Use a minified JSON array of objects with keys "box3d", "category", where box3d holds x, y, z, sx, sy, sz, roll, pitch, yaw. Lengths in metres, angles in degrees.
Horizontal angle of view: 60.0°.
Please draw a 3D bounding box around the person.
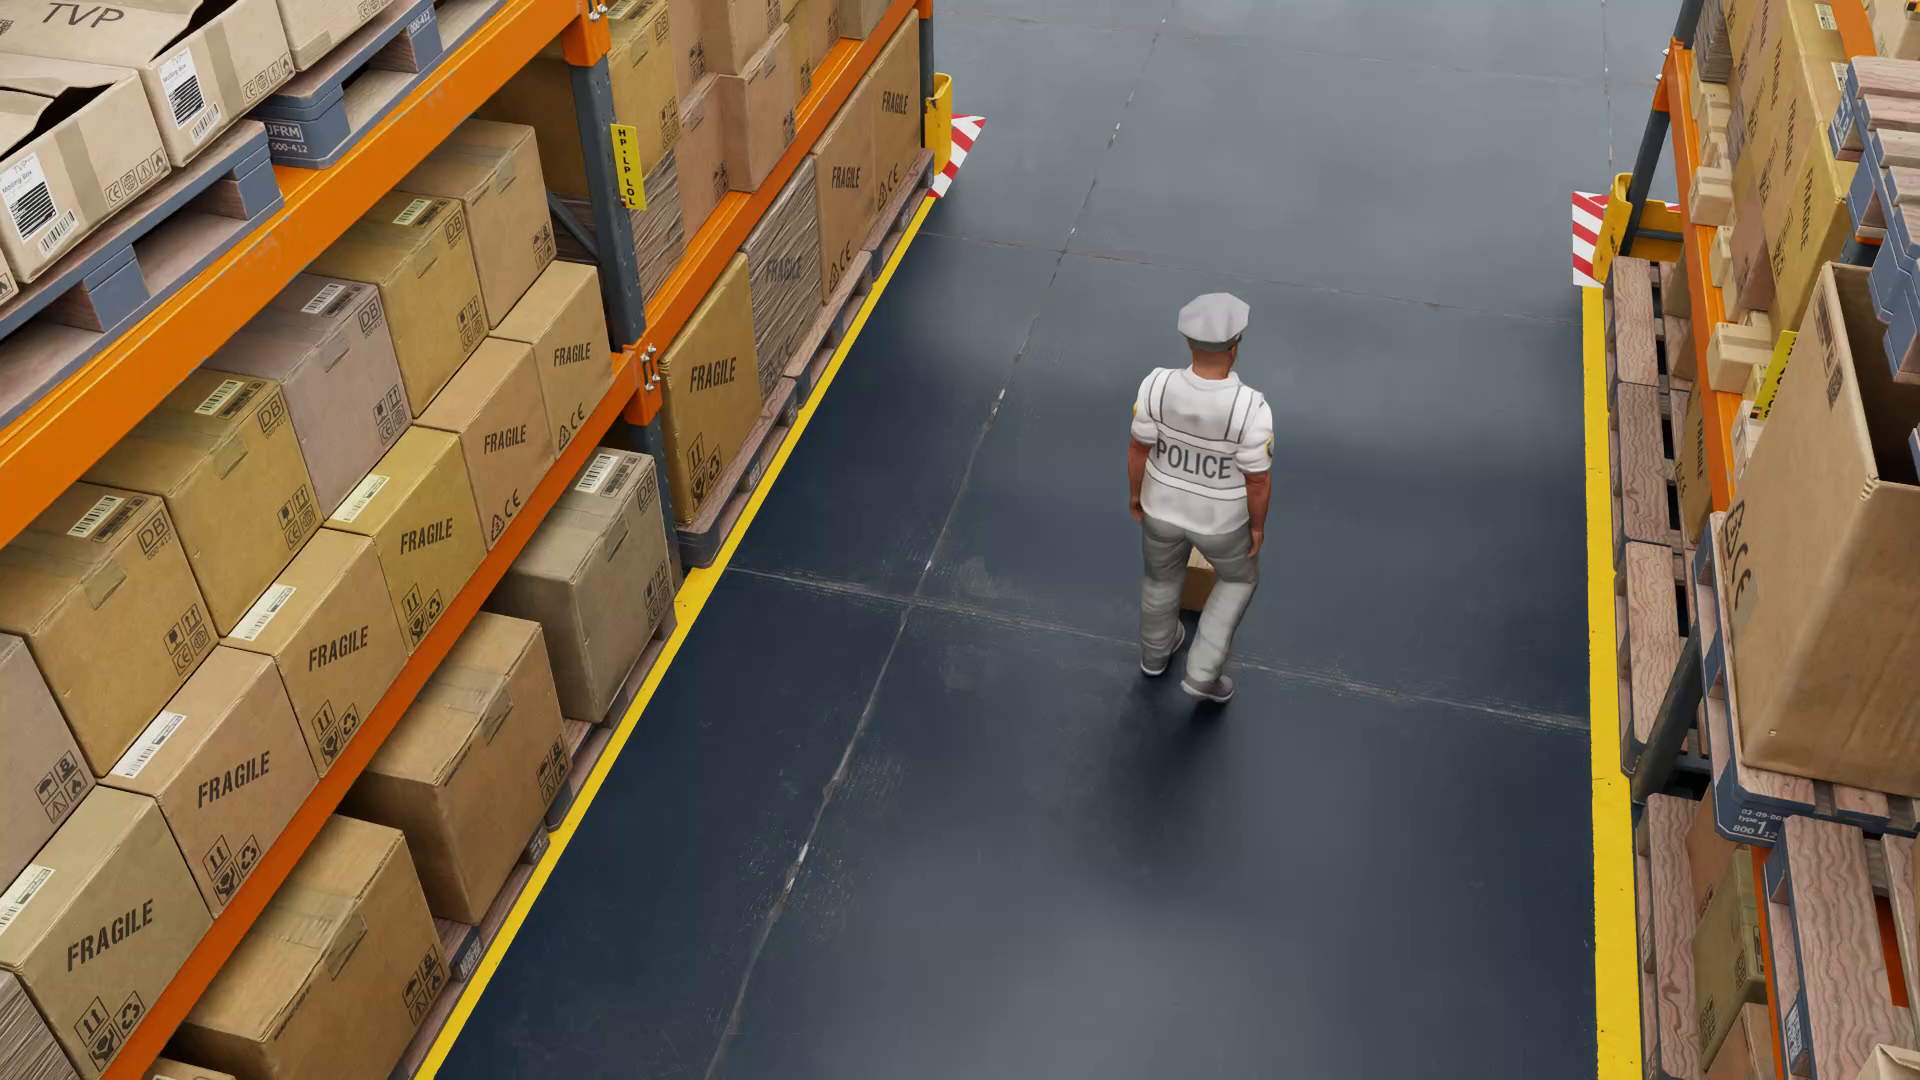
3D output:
[{"box3d":[0.887,-0.120,6.259,0.548,1.751,0.515,16,43,18],"category":"person"}]
